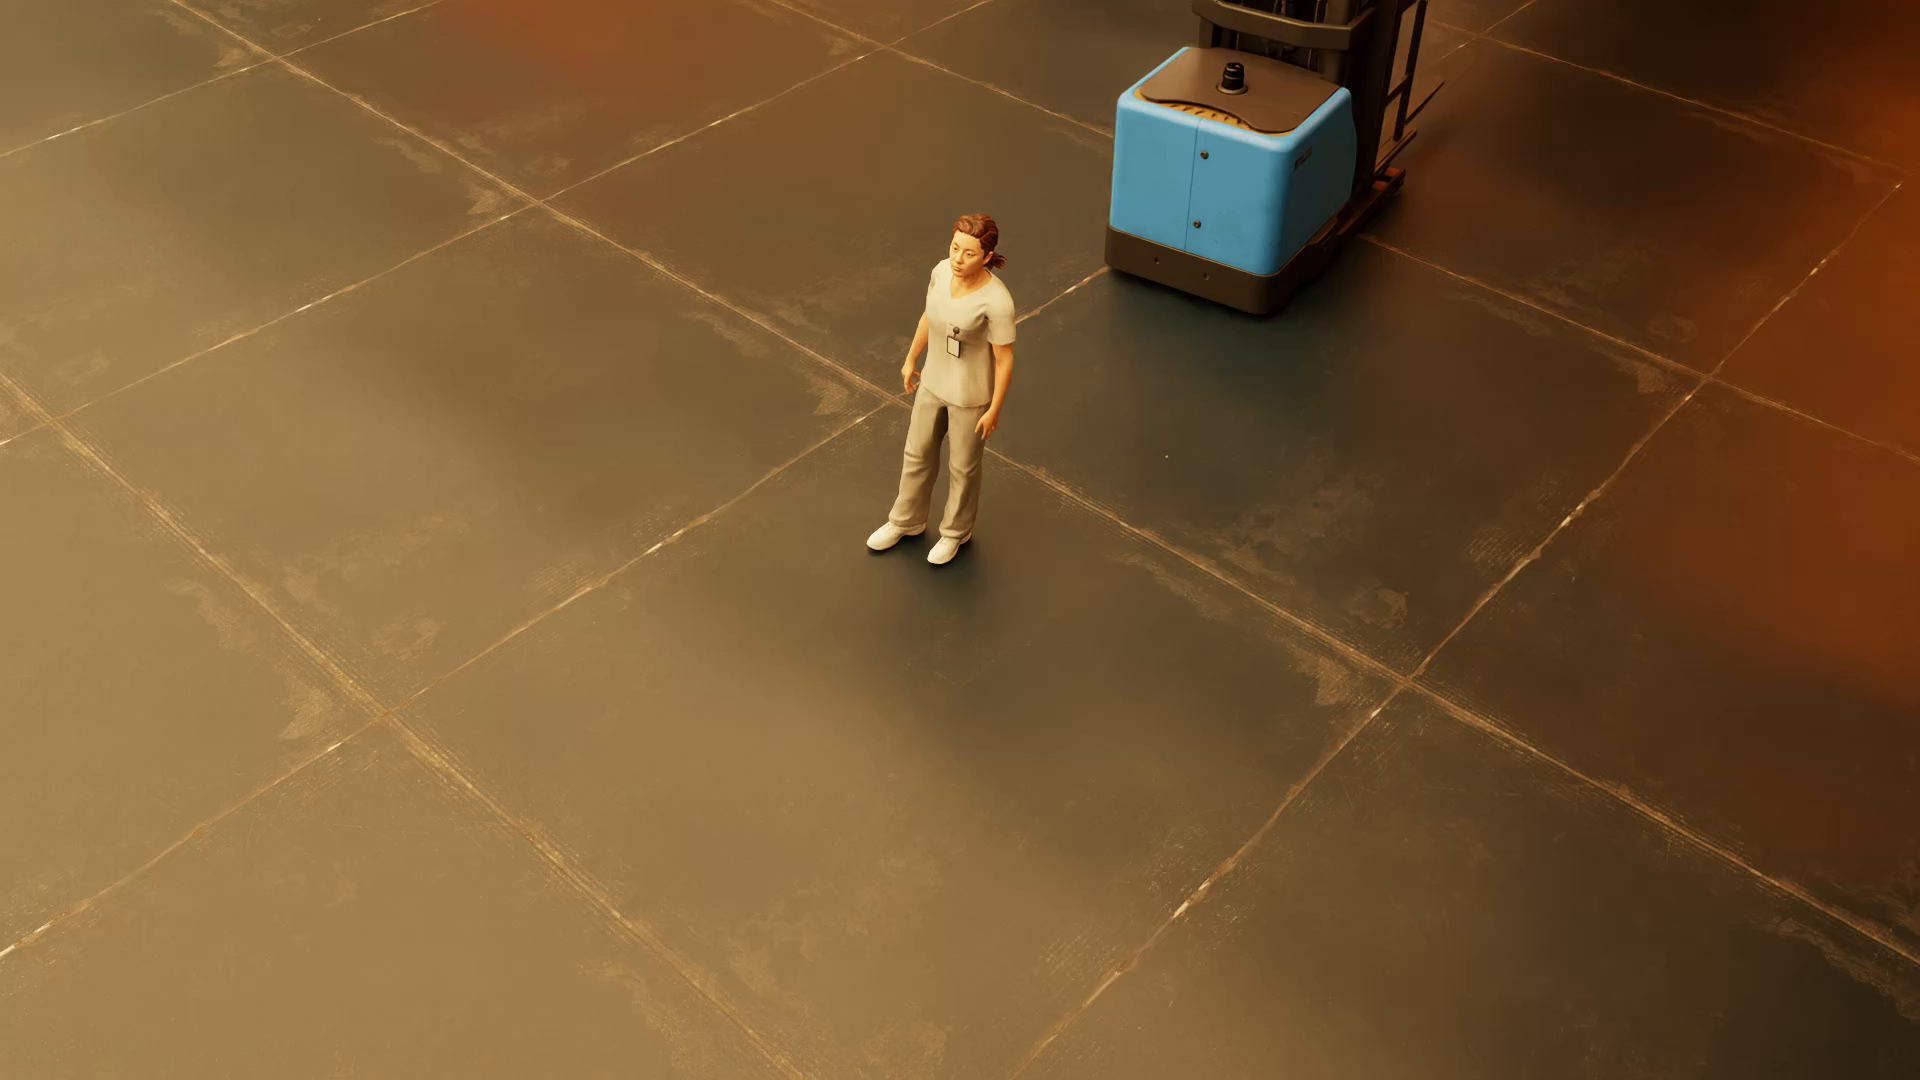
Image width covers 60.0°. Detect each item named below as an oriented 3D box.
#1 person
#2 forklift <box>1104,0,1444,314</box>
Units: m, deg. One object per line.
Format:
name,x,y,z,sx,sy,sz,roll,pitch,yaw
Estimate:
person,-0.060,-0.609,7.098,0.549,1.665,0.549,31,49,31
forklift,2.049,-3.260,9.228,1.130,2.935,3.031,23,46,25
